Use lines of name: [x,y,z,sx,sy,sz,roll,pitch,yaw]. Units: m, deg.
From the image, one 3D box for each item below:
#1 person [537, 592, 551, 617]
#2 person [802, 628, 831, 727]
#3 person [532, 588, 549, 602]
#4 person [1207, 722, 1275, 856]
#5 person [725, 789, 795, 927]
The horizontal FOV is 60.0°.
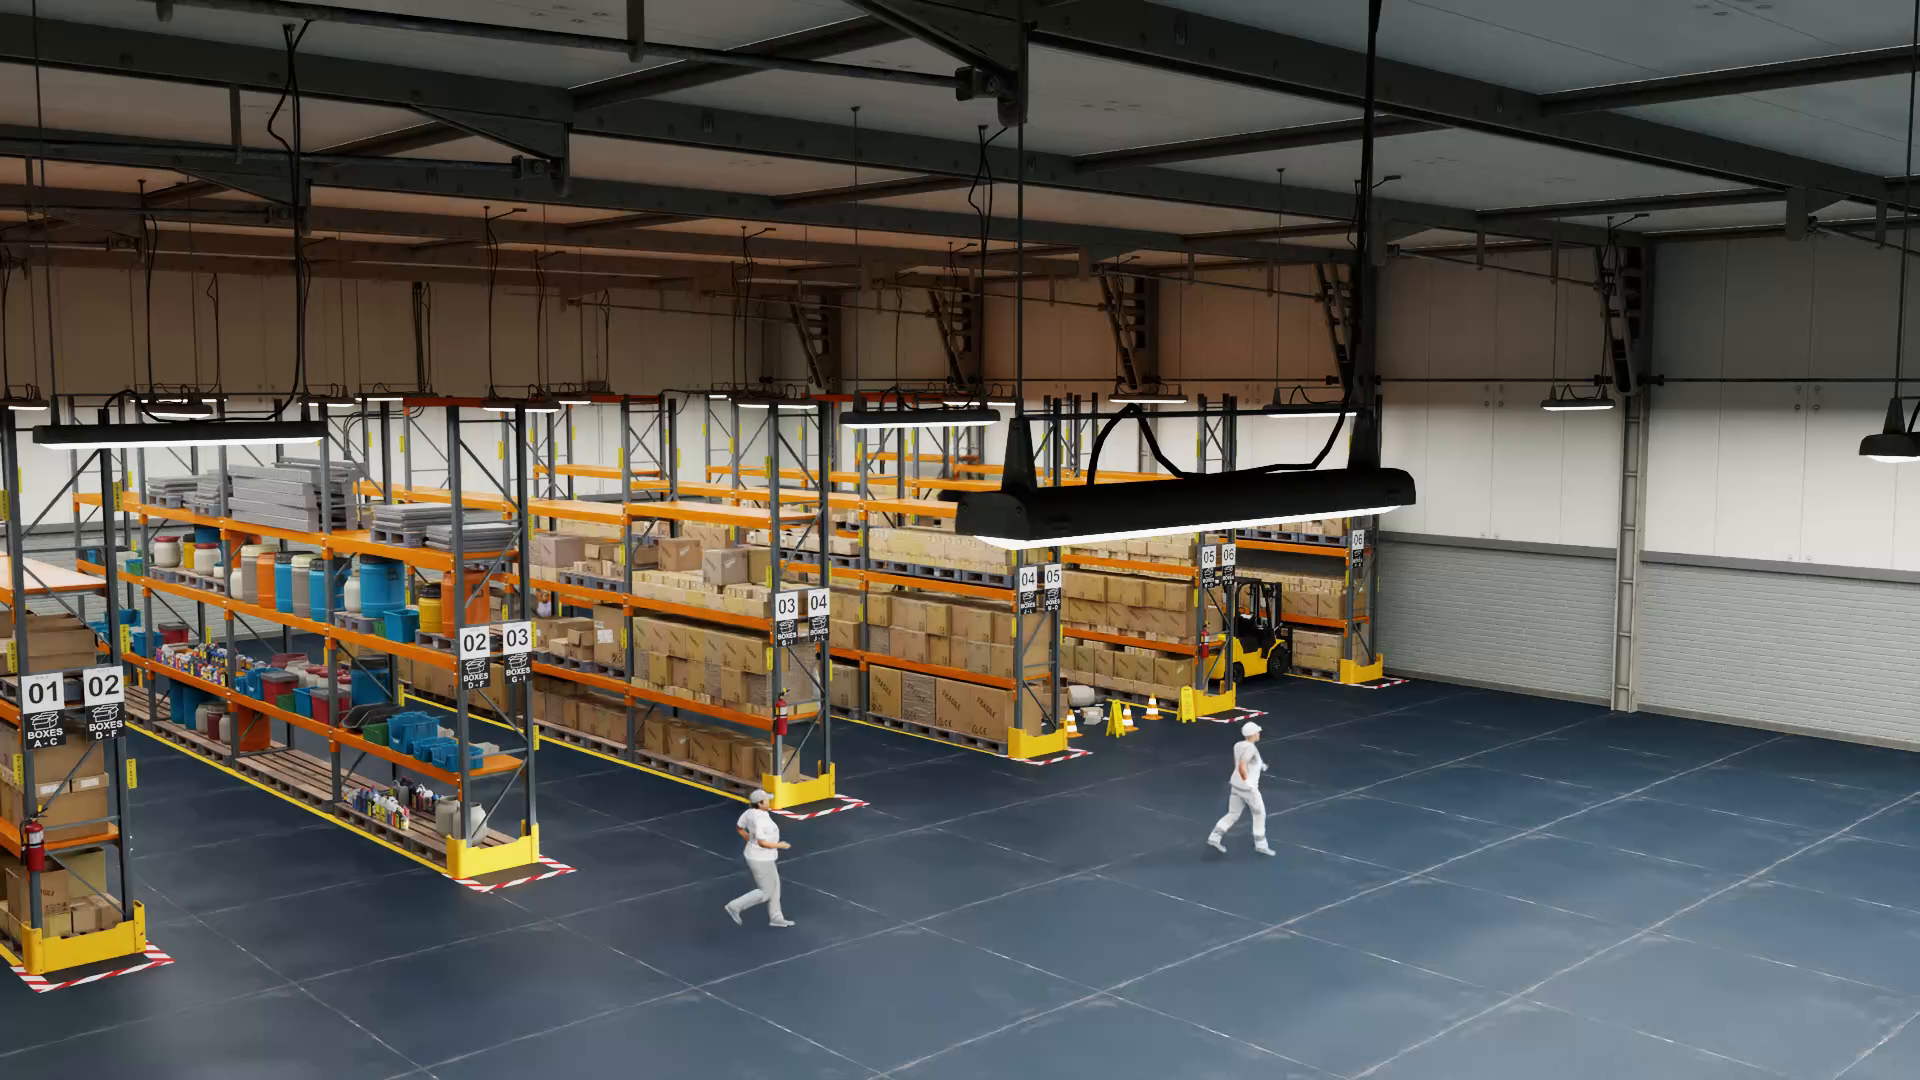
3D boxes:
person: [-9.159,1.973,36.677,0.605,1.654,0.906,-4,7,-39]
person: [-2.778,2.495,30.332,1.049,1.781,0.710,5,7,39]
person: [-10.269,1.552,40.873,0.752,1.710,0.723,-2,6,-23]
person: [3.735,3.311,22.021,0.967,1.805,0.597,-2,6,-22]
person: [-2.273,3.673,19.073,0.777,1.658,0.607,-2,6,-22]
